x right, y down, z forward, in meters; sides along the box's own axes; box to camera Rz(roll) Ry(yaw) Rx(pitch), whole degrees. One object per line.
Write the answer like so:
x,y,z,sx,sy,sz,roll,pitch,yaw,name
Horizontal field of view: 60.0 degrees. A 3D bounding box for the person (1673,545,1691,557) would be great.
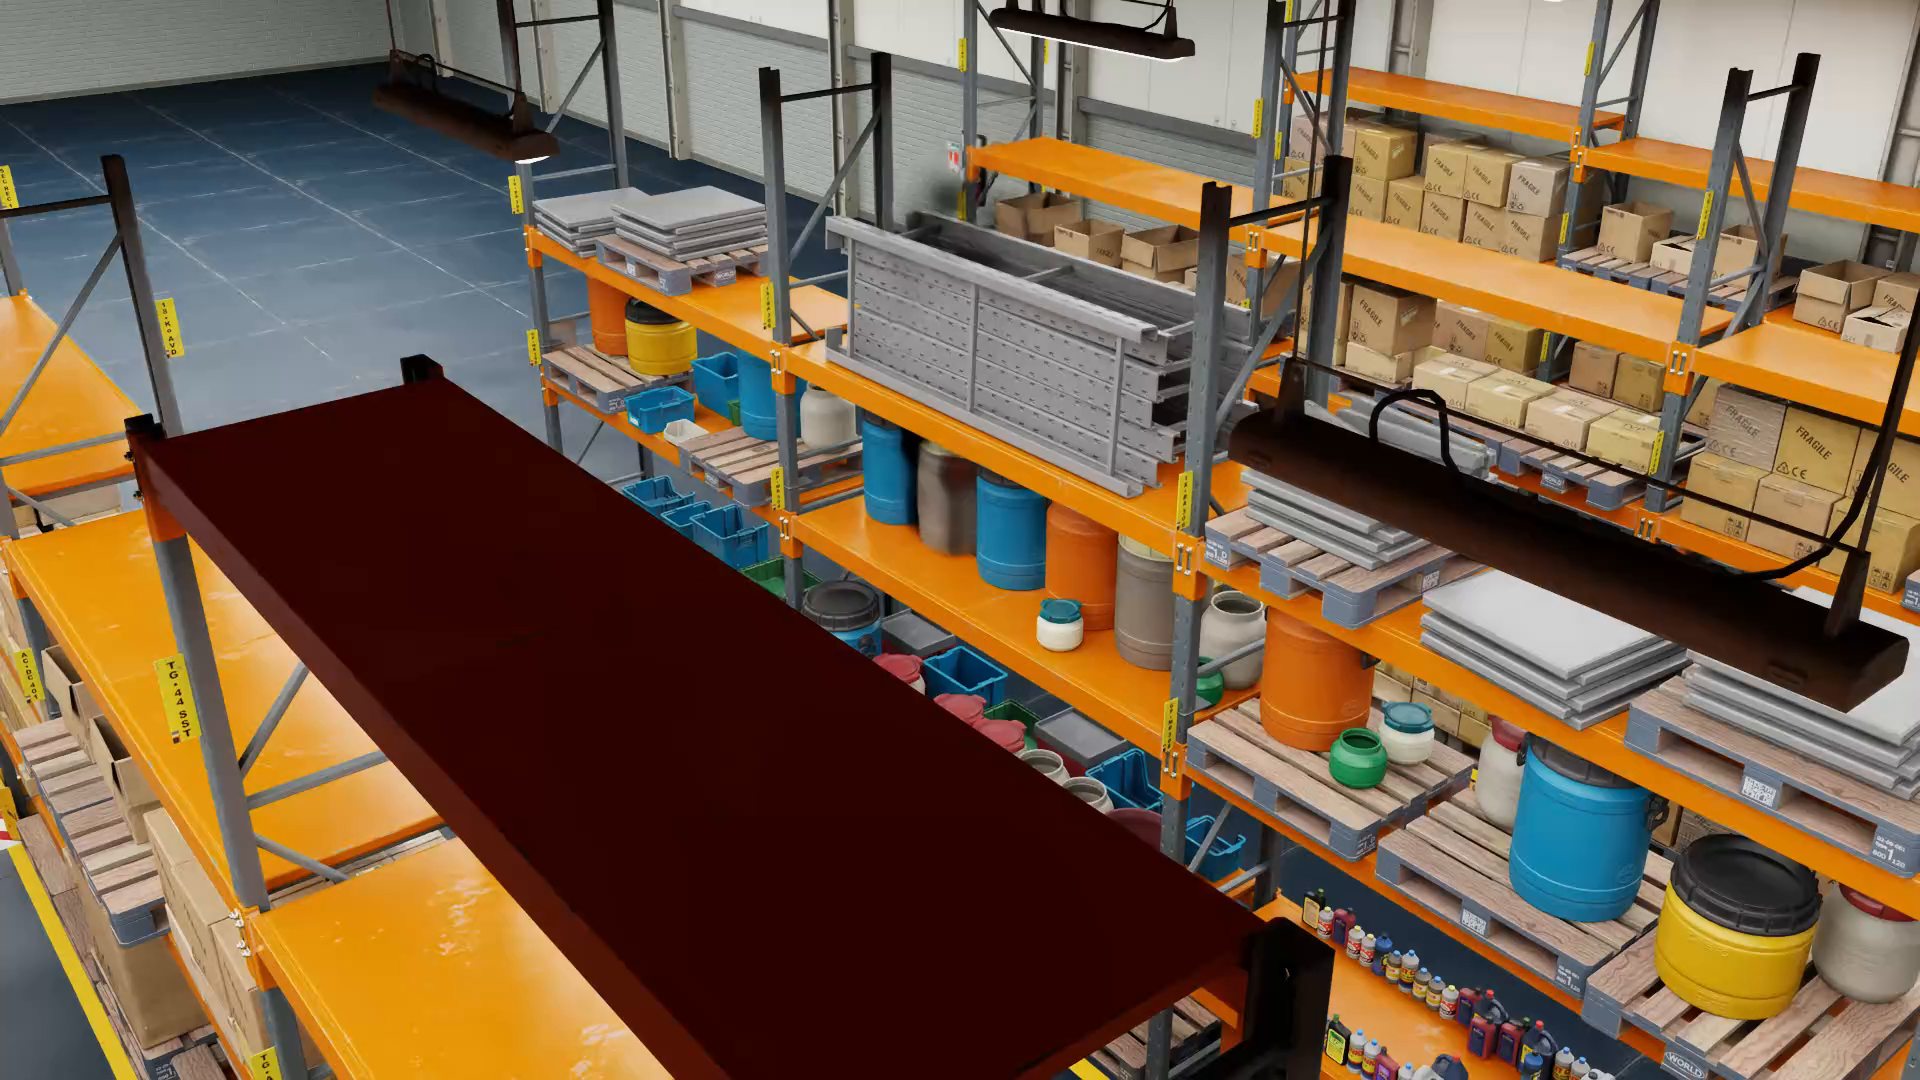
6.273,0.765,14.741,0.710,1.697,0.563,-17,30,-30,person
